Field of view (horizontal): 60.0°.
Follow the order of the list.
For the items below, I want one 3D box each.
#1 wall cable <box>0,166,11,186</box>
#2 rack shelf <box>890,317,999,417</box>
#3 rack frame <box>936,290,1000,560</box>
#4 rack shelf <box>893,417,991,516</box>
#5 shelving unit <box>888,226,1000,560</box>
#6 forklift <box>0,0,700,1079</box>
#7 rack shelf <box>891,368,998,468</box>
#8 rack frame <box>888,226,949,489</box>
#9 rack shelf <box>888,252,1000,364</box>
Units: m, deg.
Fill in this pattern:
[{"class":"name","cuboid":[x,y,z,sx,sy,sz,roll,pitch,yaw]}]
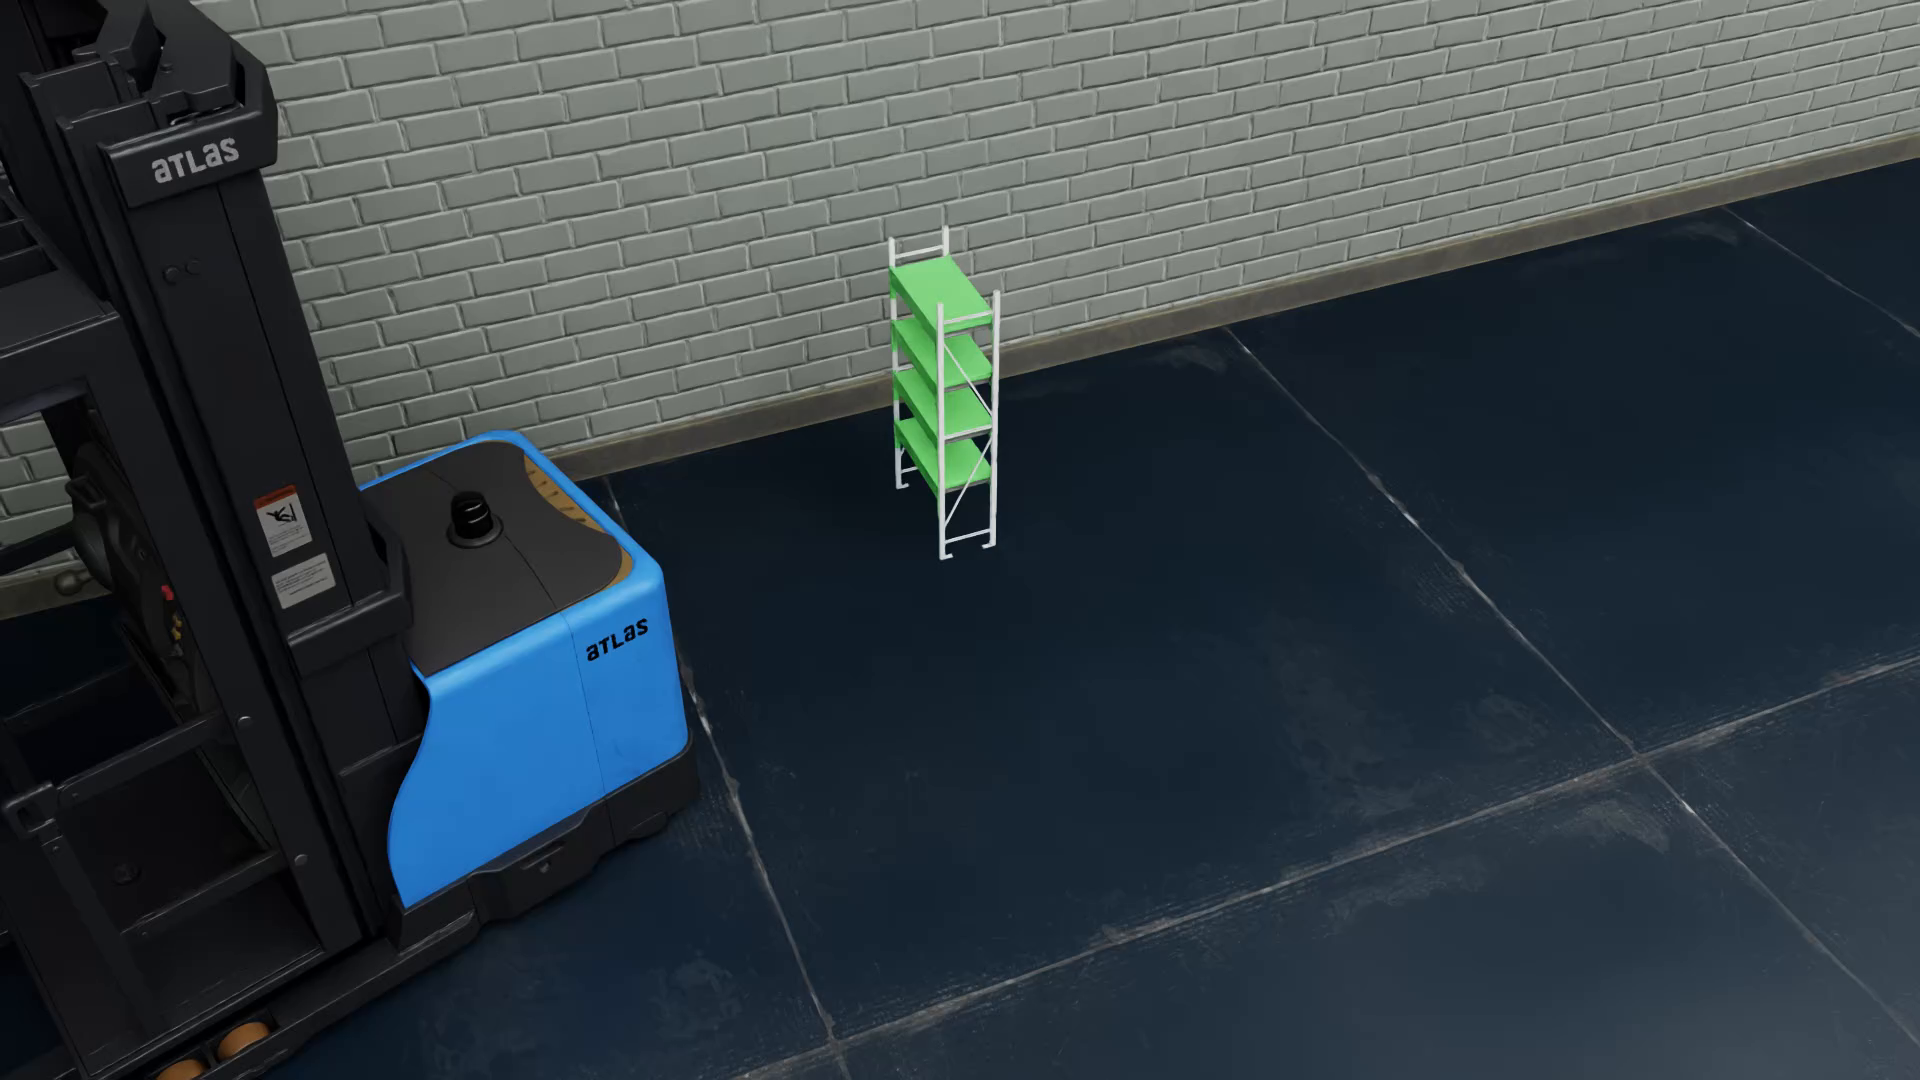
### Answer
[{"class":"wall cable","cuboid":[-4.245,-1.763,4.280,3.097,2.526,0.112,-15,43,-17]},{"class":"rack shelf","cuboid":[-0.063,-0.688,6.360,0.258,0.148,0.480,-15,43,-17]},{"class":"rack frame","cuboid":[0.030,-0.408,6.304,0.240,1.200,0.015,-15,43,-17]},{"class":"rack shelf","cuboid":[-0.063,-0.324,6.673,0.258,0.148,0.480,-15,43,-17]},{"class":"shelving unit","cuboid":[-0.063,-0.555,6.475,0.258,1.200,0.503,-15,43,-17]},{"class":"forklift","cuboid":[-2.340,0.165,4.310,3.031,2.935,1.130,-29,48,-29]},{"class":"rack shelf","cuboid":[-0.063,-0.506,6.516,0.258,0.148,0.480,-15,43,-17]},{"class":"rack frame","cuboid":[-0.157,-0.702,6.646,0.240,1.200,0.015,-15,43,-17]},{"class":"rack shelf","cuboid":[-0.063,-0.870,6.203,0.258,0.148,0.480,-15,43,-17]}]
